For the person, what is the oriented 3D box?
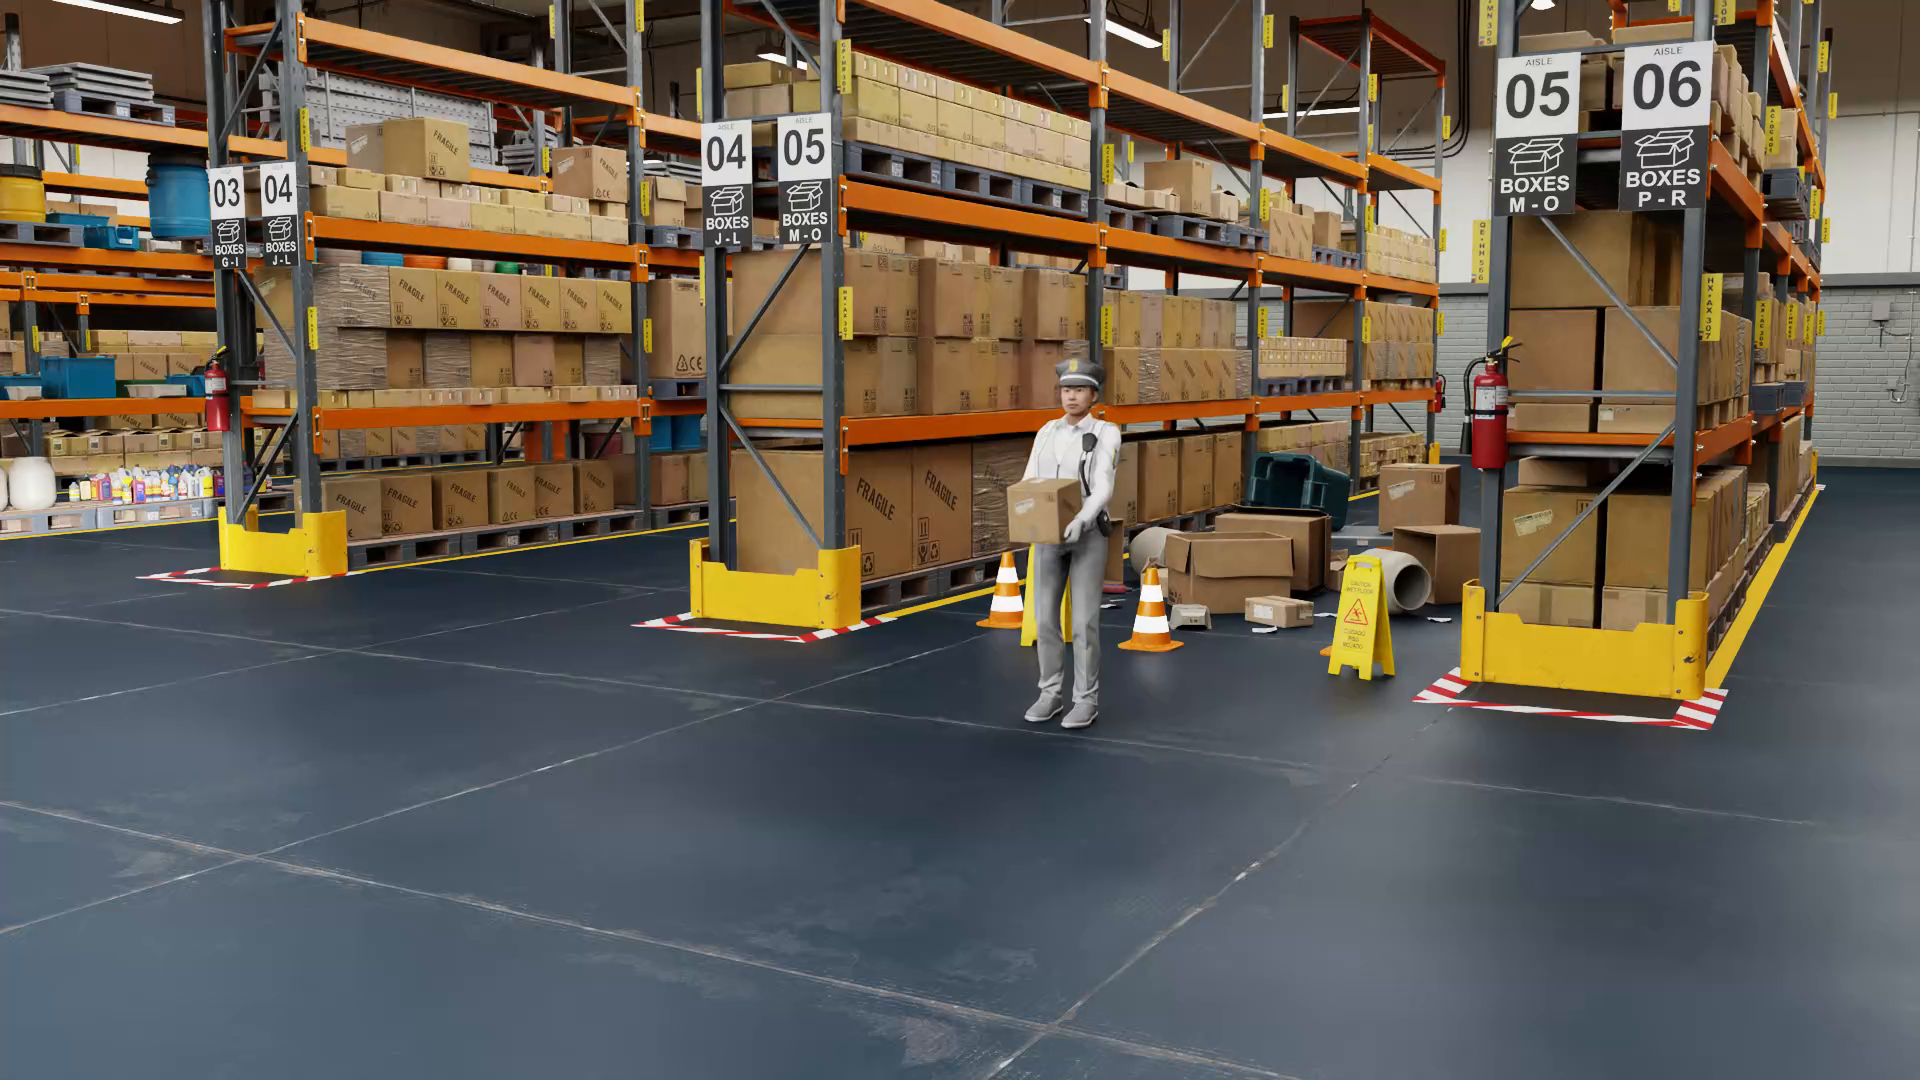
[{"bbox_3d":[0.479,0.010,7.676,0.460,1.690,0.536,3,7,29],"label":"person"}]
